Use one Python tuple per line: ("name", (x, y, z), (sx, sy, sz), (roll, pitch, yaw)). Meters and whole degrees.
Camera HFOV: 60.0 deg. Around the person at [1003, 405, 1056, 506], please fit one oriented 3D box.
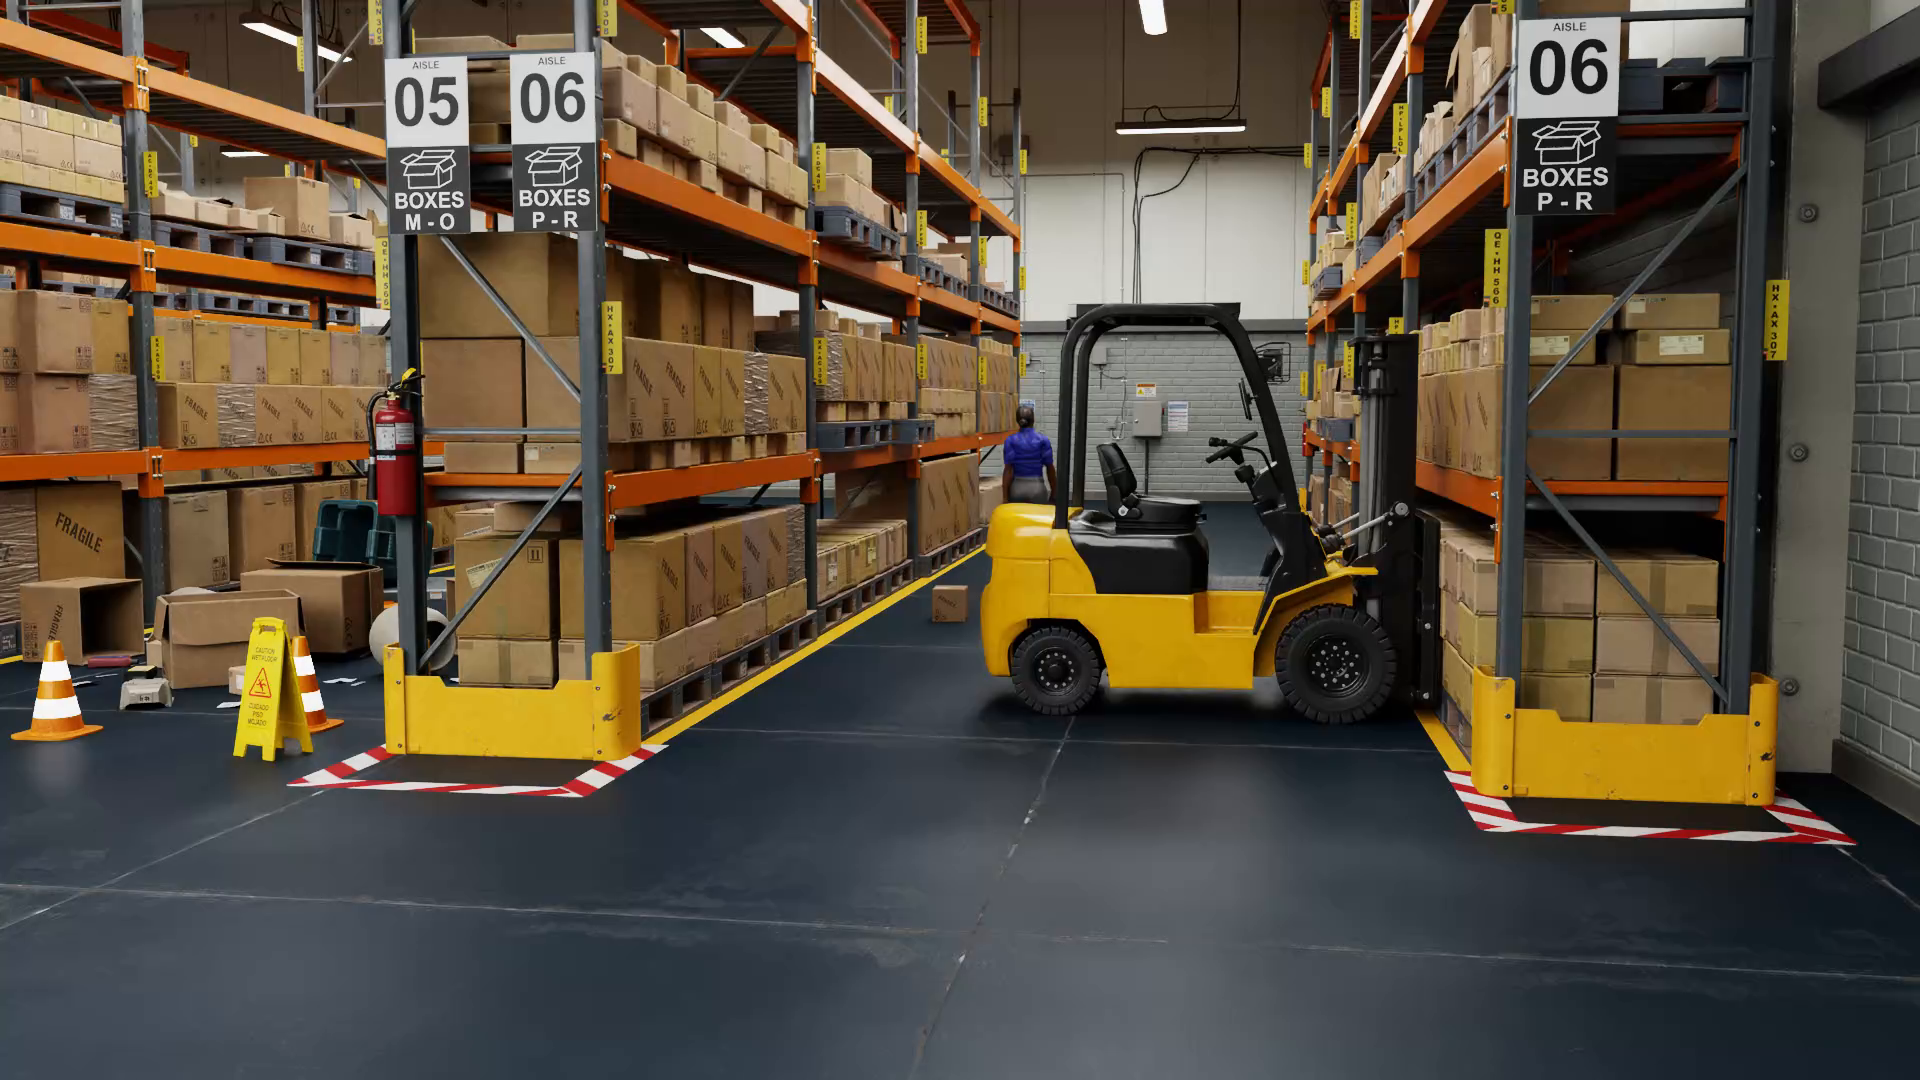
("person", (0.623, -0.405, 14.916), (0.468, 1.612, 0.881), (1, 5, 8))
